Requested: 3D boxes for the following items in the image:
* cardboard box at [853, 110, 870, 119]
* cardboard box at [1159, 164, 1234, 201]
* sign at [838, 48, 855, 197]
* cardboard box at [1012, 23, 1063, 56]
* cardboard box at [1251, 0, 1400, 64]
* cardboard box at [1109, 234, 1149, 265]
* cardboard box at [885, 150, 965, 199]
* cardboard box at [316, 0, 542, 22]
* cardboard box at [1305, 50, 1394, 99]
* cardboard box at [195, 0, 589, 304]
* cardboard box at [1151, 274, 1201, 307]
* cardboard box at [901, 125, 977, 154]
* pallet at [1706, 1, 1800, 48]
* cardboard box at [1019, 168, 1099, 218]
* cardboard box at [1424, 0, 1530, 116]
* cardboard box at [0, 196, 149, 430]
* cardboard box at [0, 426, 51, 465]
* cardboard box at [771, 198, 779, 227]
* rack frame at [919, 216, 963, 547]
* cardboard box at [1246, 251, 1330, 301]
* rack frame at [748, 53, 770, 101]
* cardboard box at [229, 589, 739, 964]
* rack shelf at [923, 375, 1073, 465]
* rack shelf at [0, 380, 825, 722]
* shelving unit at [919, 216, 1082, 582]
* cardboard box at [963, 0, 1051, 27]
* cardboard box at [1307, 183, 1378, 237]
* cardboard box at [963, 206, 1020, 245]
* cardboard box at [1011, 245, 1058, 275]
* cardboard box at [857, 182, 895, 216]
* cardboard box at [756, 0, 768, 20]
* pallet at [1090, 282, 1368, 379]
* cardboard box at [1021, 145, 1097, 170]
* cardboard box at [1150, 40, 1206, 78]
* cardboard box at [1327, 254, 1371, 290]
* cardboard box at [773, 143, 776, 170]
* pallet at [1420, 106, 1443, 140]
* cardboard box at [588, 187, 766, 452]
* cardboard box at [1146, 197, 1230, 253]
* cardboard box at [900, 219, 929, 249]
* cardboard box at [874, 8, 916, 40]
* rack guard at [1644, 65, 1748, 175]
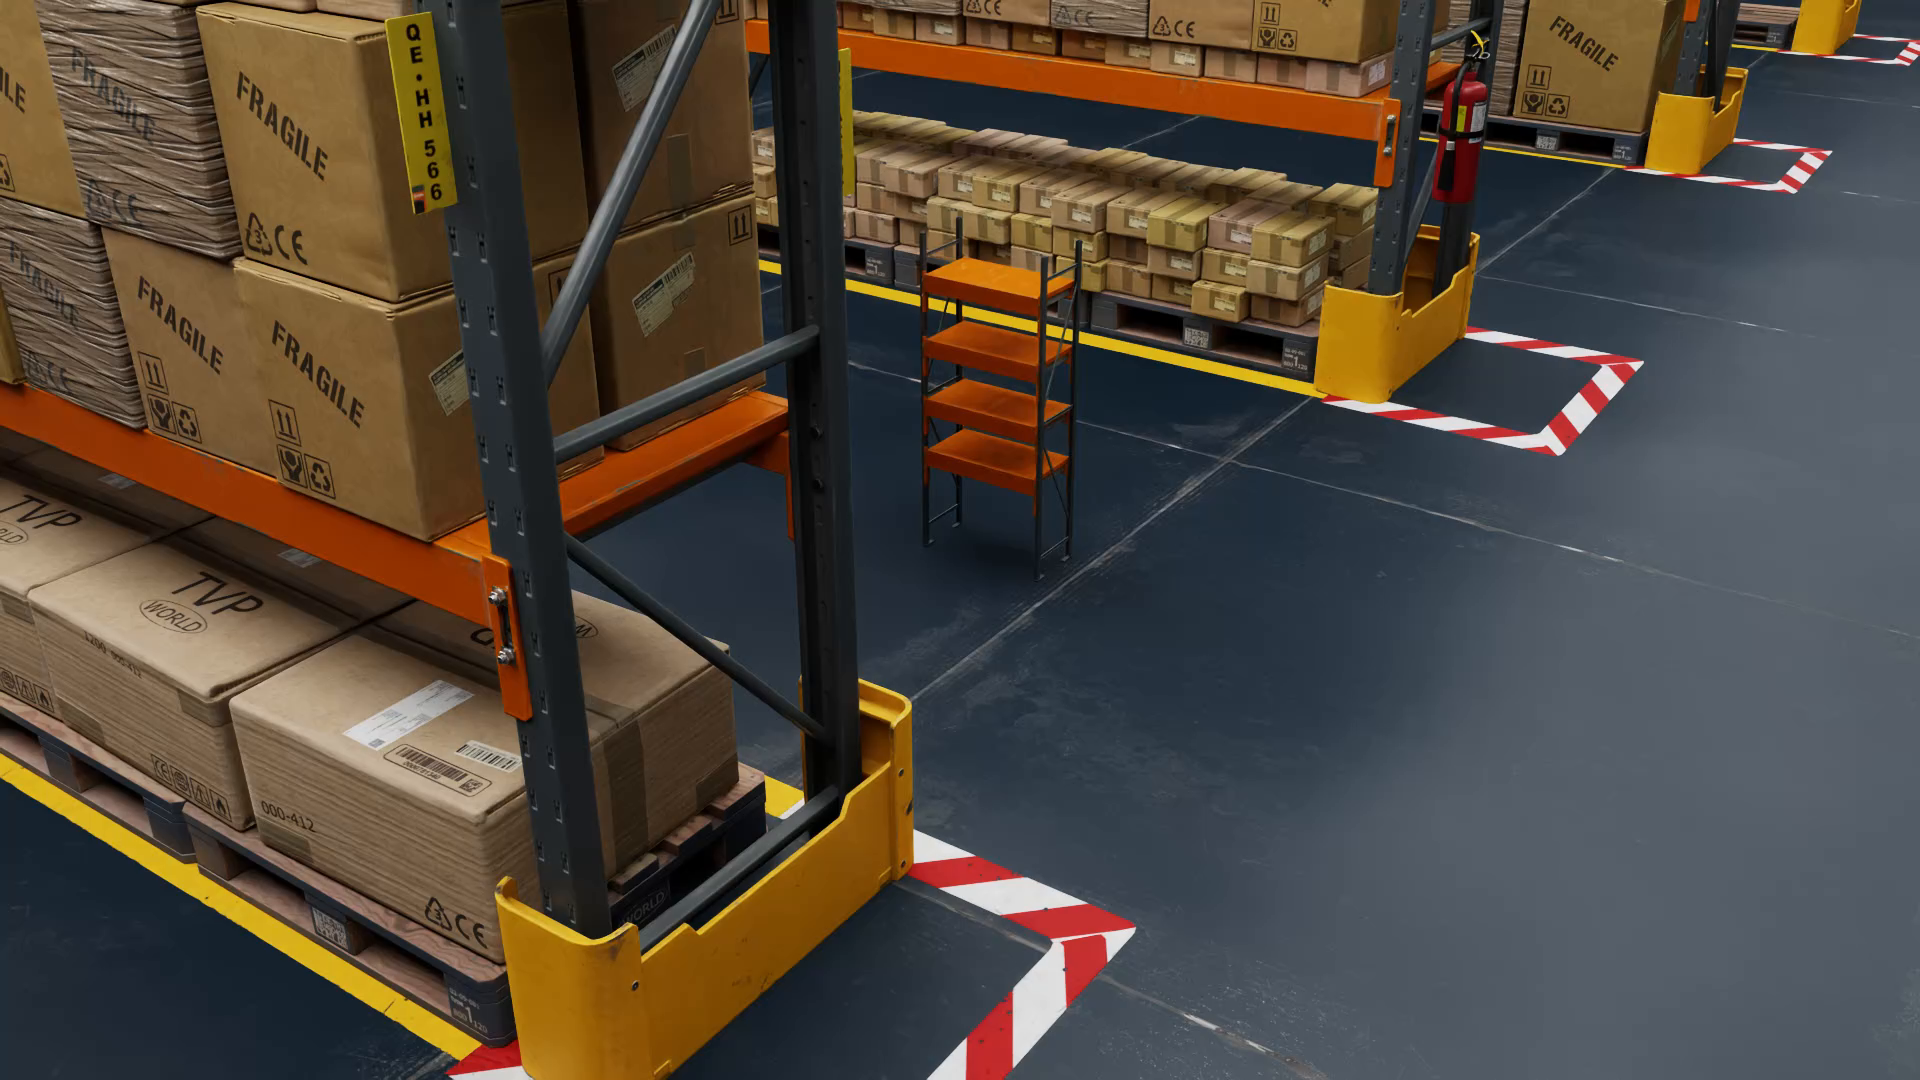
[{"bbox_3d":[-0.729,-2.392,9.667,0.250,0.149,0.380,18,32,32],"label":"cardboard box"},{"bbox_3d":[1.206,-1.792,8.488,0.250,0.149,0.380,16,31,28],"label":"cardboard box"},{"bbox_3d":[-0.272,-0.928,3.724,0.005,0.325,0.100,17,32,30],"label":"sign"},{"bbox_3d":[0.459,-2.469,8.071,0.250,0.149,0.380,18,32,31],"label":"cardboard box"},{"bbox_3d":[1.612,-2.373,7.168,0.500,0.500,0.500,18,32,31],"label":"cardboard box"},{"bbox_3d":[0.938,-1.495,8.234,0.250,0.149,0.380,17,31,30],"label":"cardboard box"},{"bbox_3d":[-0.182,-1.926,8.752,0.250,0.149,0.380,18,32,31],"label":"cardboard box"},{"bbox_3d":[-1.001,-1.097,3.171,0.250,0.149,0.380,18,32,31],"label":"cardboard box"},{"bbox_3d":[1.699,-2.043,7.235,0.250,0.149,0.380,17,32,30],"label":"cardboard box"},{"bbox_3d":[-1.124,-0.826,3.352,0.500,0.500,0.500,18,32,32],"label":"cardboard box"},{"bbox_3d":[1.137,-1.279,8.137,0.250,0.149,0.380,17,32,30],"label":"cardboard box"},{"bbox_3d":[-0.117,-2.184,9.259,0.250,0.149,0.380,18,32,32],"label":"cardboard box"},{"bbox_3d":[7.166,-4.841,15.529,1.213,0.211,1.003,17,32,30],"label":"pallet"},{"bbox_3d":[0.503,-1.753,8.411,0.250,0.149,0.380,16,31,29],"label":"cardboard box"},{"bbox_3d":[3.696,-3.614,11.924,0.875,0.875,0.875,17,32,30],"label":"cardboard box"},{"bbox_3d":[-1.974,-0.633,4.076,0.500,0.500,0.500,18,32,32],"label":"cardboard box"},{"bbox_3d":[-3.432,-0.172,5.642,0.875,0.438,0.875,17,31,30],"label":"cardboard box"},{"bbox_3d":[-0.832,-1.839,9.237,0.250,0.149,0.380,18,32,32],"label":"cardboard box"},{"bbox_3d":[-0.065,-0.555,6.017,0.015,1.200,0.240,17,32,30],"label":"rack frame"},{"bbox_3d":[1.531,-1.255,7.761,0.250,0.149,0.380,16,31,29],"label":"cardboard box"},{"bbox_3d":[-1.170,-3.204,9.239,0.127,3.000,1.000,17,32,30],"label":"rack frame"},{"bbox_3d":[-1.192,0.522,4.279,0.875,0.438,0.875,16,31,29],"label":"cardboard box"},{"bbox_3d":[0.136,-0.432,5.925,0.480,0.148,0.258,17,32,30],"label":"rack shelf"},{"bbox_3d":[-2.240,-0.494,4.706,4.000,0.370,1.077,17,32,30],"label":"rack shelf"},{"bbox_3d":[0.136,-0.492,5.894,0.503,1.200,0.258,17,32,30],"label":"shelving unit"},{"bbox_3d":[0.361,-2.766,7.940,0.500,0.500,0.500,19,33,33],"label":"cardboard box"},{"bbox_3d":[1.888,-1.620,8.151,0.250,0.149,0.380,16,31,28],"label":"cardboard box"},{"bbox_3d":[0.224,-1.649,8.536,0.250,0.149,0.380,18,32,31],"label":"cardboard box"},{"bbox_3d":[0.467,-1.458,8.487,0.250,0.149,0.380,18,32,31],"label":"cardboard box"},{"bbox_3d":[-0.350,-1.890,9.009,0.250,0.149,0.380,16,31,28],"label":"cardboard box"},{"bbox_3d":[-0.866,-2.859,8.837,0.250,0.149,0.380,18,32,32],"label":"cardboard box"},{"bbox_3d":[1.415,-1.176,8.328,1.213,0.211,1.003,17,32,30],"label":"pallet"},{"bbox_3d":[0.531,-1.980,8.857,0.250,0.149,0.380,17,32,30],"label":"cardboard box"},{"bbox_3d":[1.076,-2.237,7.615,0.250,0.149,0.380,18,32,32],"label":"cardboard box"},{"bbox_3d":[1.877,-1.348,8.272,0.250,0.149,0.380,18,32,31],"label":"cardboard box"},{"bbox_3d":[-0.809,-2.127,9.147,0.250,0.149,0.380,19,33,33],"label":"cardboard box"},{"bbox_3d":[3.314,-3.252,12.408,1.213,0.211,1.003,17,32,30],"label":"pallet"},{"bbox_3d":[-0.825,-0.576,3.964,0.500,0.500,0.500,17,32,30],"label":"cardboard box"},{"bbox_3d":[1.088,-1.505,7.925,0.250,0.149,0.380,17,31,29],"label":"cardboard box"},{"bbox_3d":[-0.119,-1.692,8.948,0.250,0.149,0.380,16,31,28],"label":"cardboard box"},{"bbox_3d":[-0.225,-2.649,8.424,0.250,0.149,0.380,18,32,31],"label":"cardboard box"},{"bbox_3d":[5.039,-2.885,11.368,0.348,0.500,1.175,17,32,30],"label":"rack guard"}]
